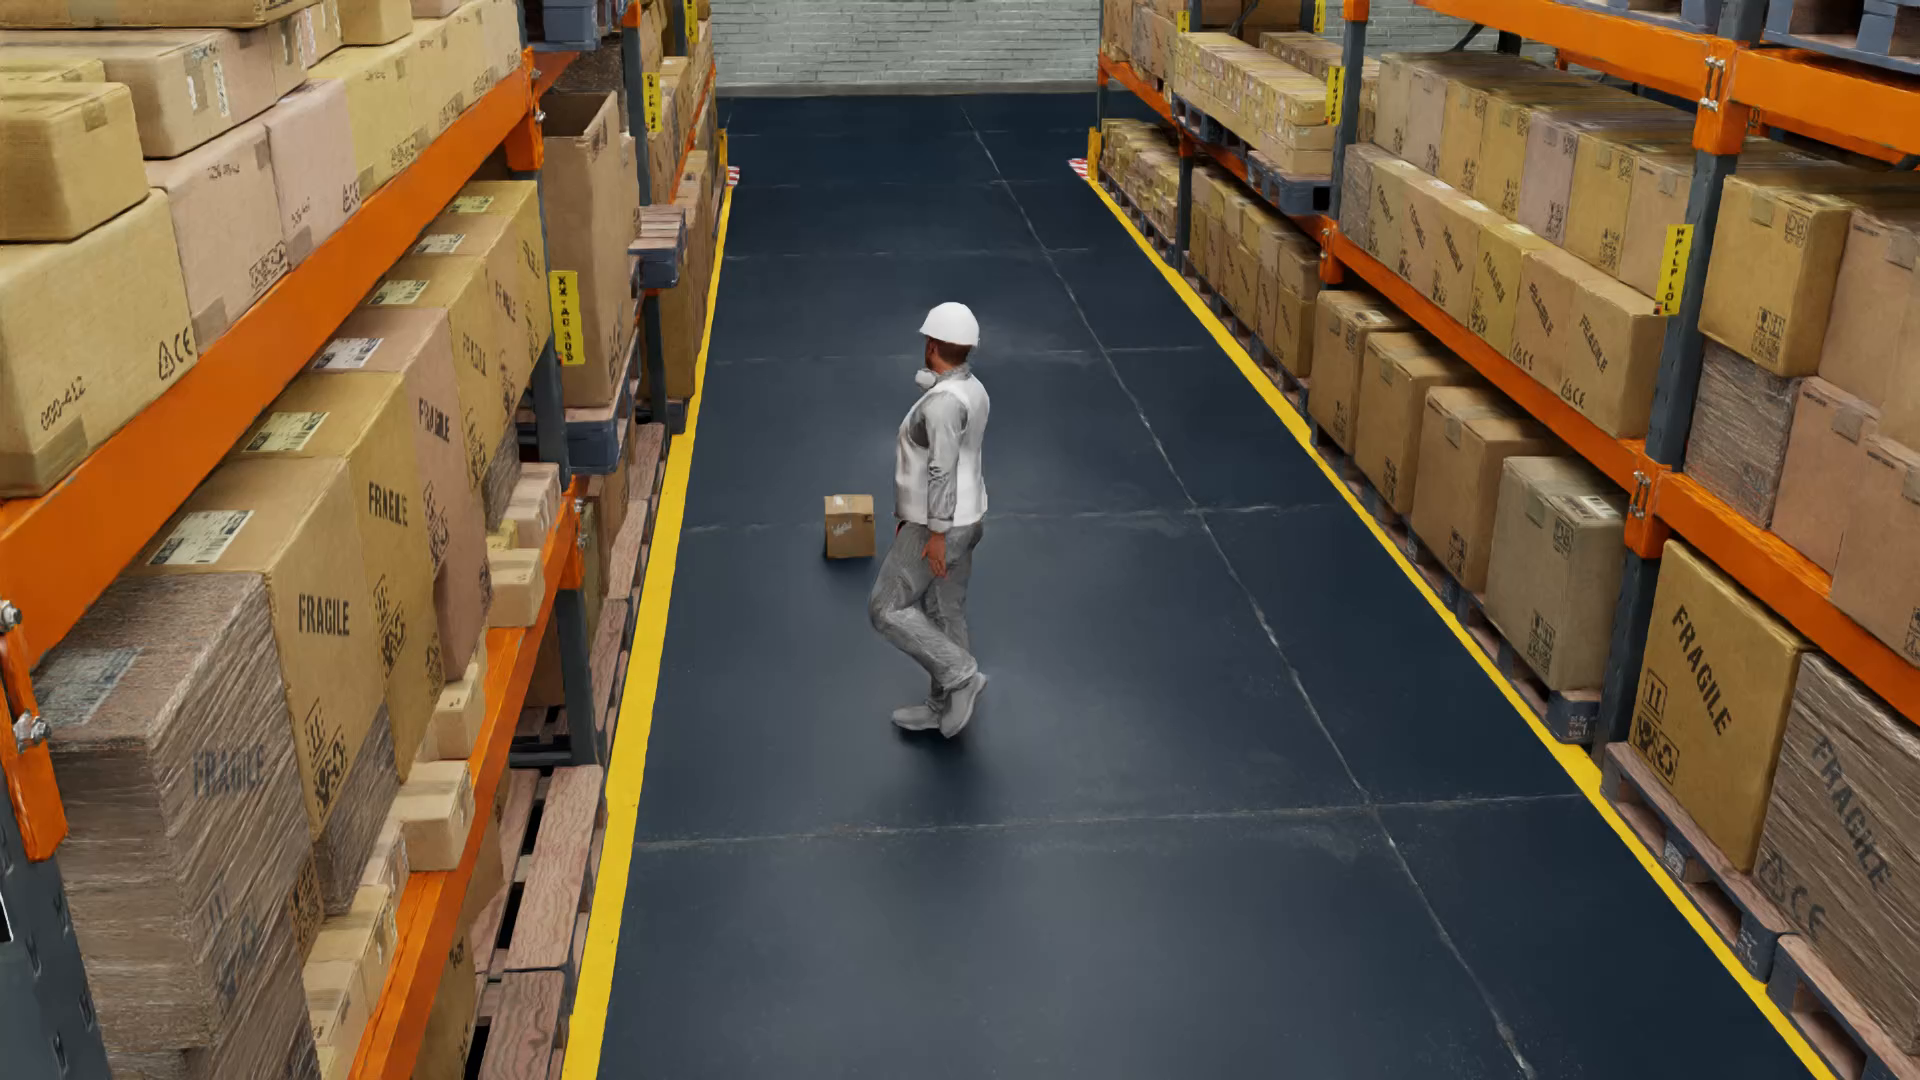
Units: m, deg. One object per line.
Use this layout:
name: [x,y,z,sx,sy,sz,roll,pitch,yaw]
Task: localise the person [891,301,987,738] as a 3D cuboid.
person: [-4.677,-1.848,5.734,9.213,5.793,10.958,7,24,15]
